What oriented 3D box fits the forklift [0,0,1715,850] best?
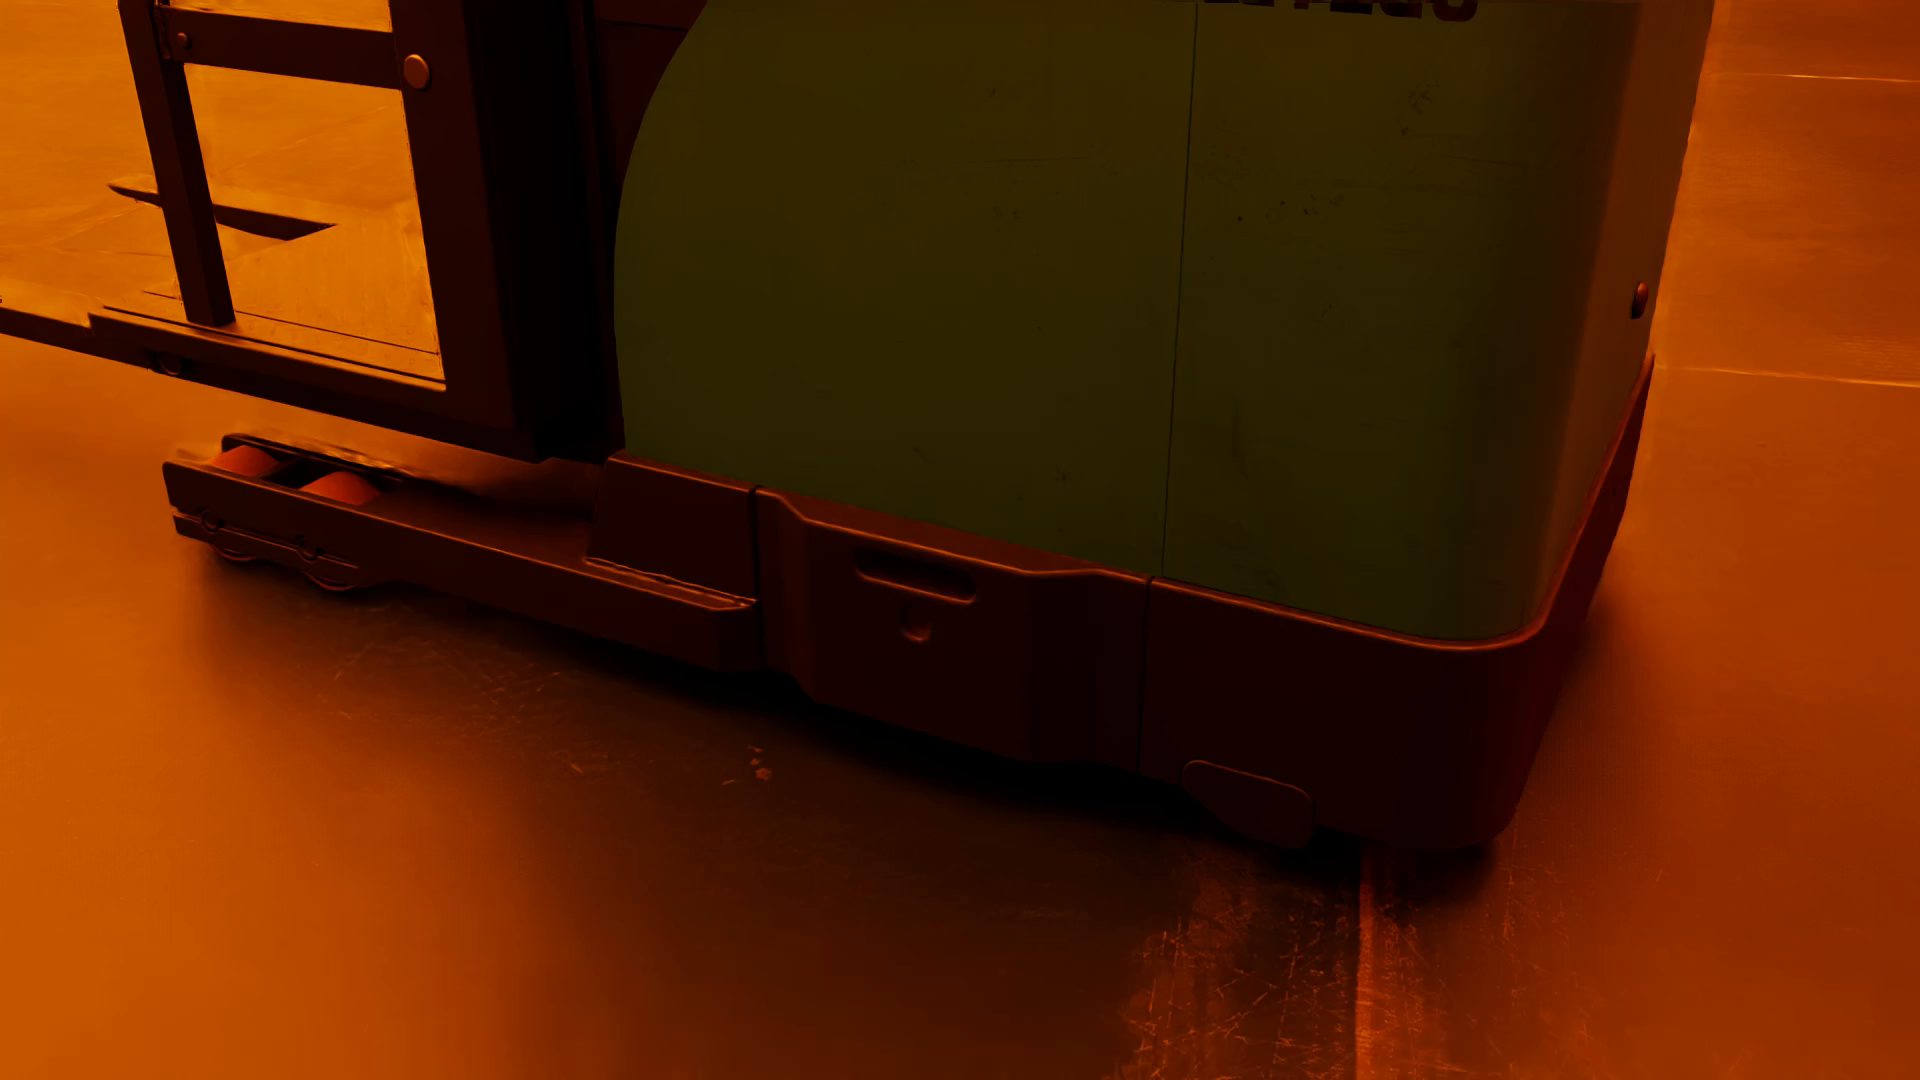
[{"bbox_3d":[-0.571,-1.432,2.084,3.031,2.935,1.130,13,30,24],"label":"forklift"}]
